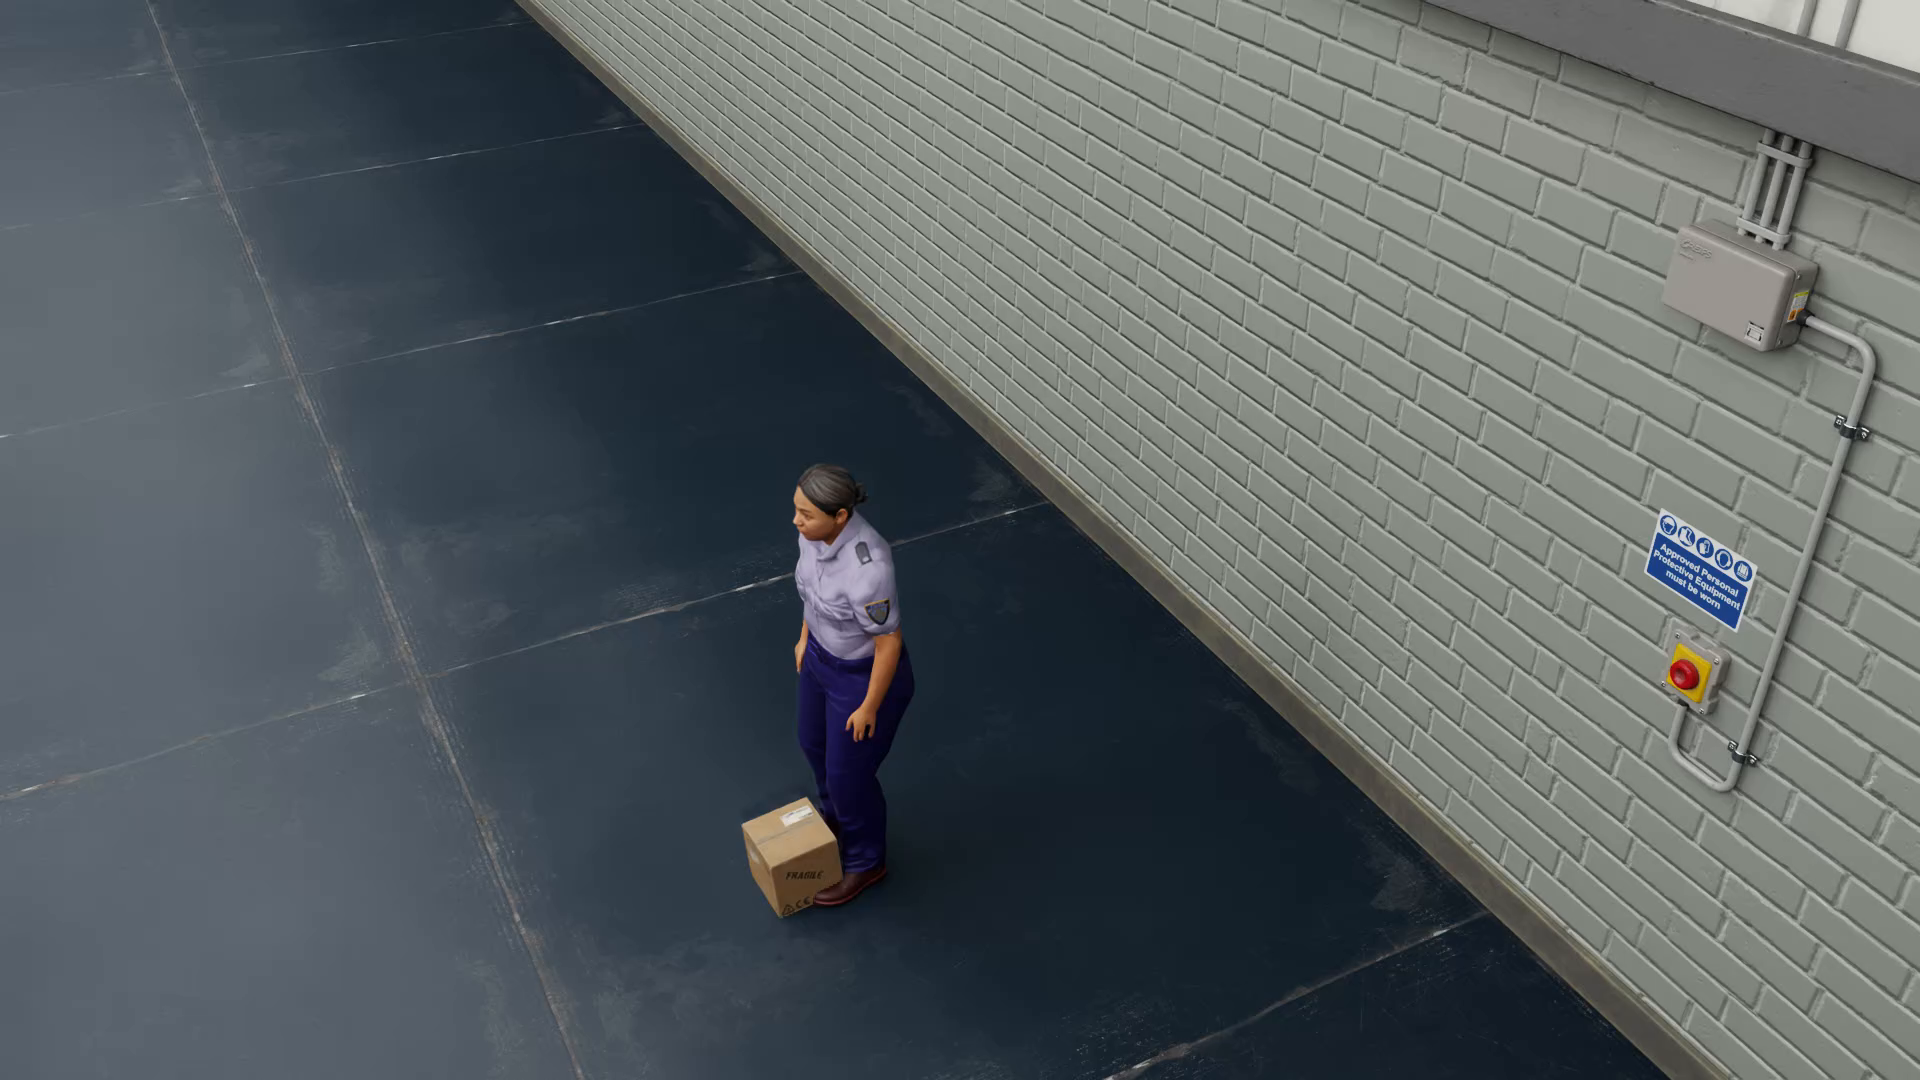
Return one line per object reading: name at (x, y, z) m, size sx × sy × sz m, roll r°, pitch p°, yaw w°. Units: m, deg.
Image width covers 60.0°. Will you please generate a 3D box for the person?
person at (-0.394, 0.458, 5.472) m, size 0.422 × 1.626 × 0.537 m, roll -17°, pitch 37°, yaw -24°
